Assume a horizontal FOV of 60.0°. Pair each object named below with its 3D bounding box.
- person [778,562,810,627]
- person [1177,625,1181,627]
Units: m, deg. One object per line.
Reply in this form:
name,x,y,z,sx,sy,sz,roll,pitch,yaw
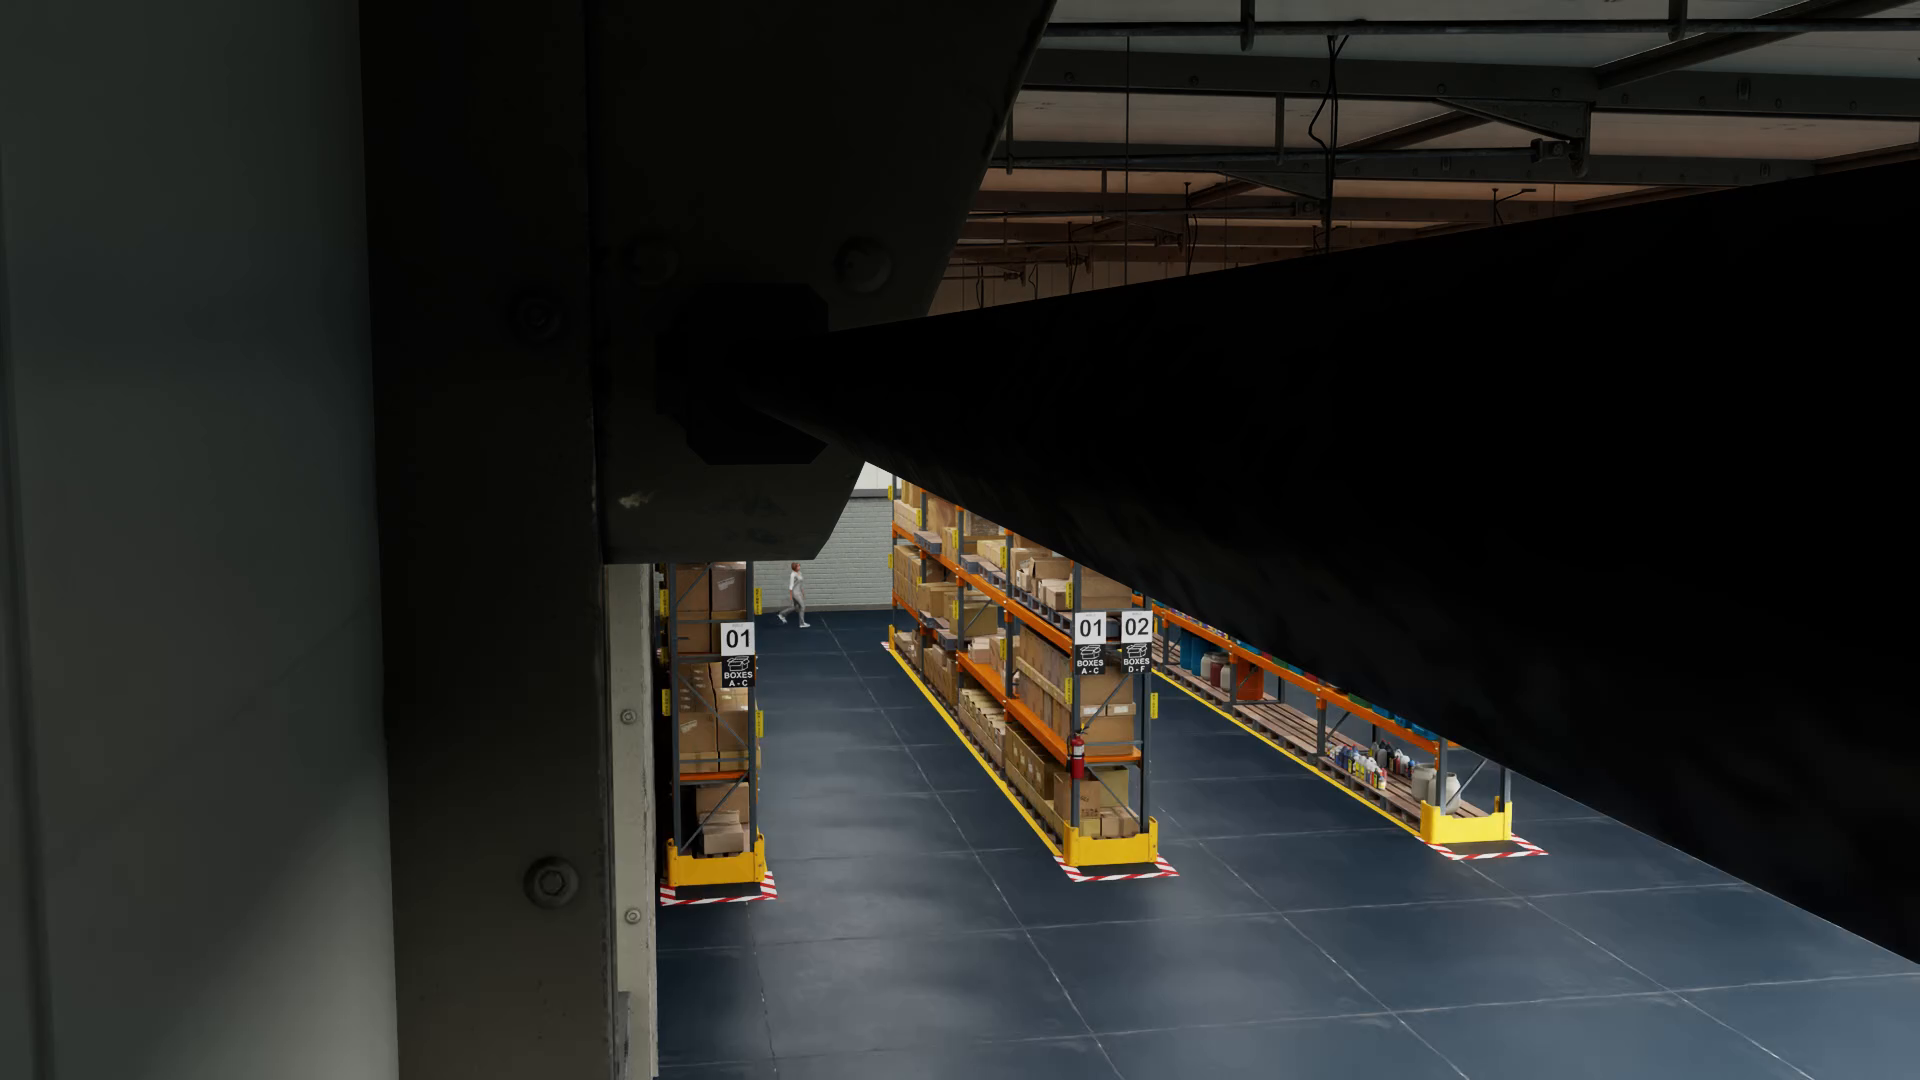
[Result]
person,-3.930,1.287,39.412,0.792,1.547,0.406,1,6,6
person,5.274,1.309,39.305,0.621,1.568,0.732,0,6,-1
